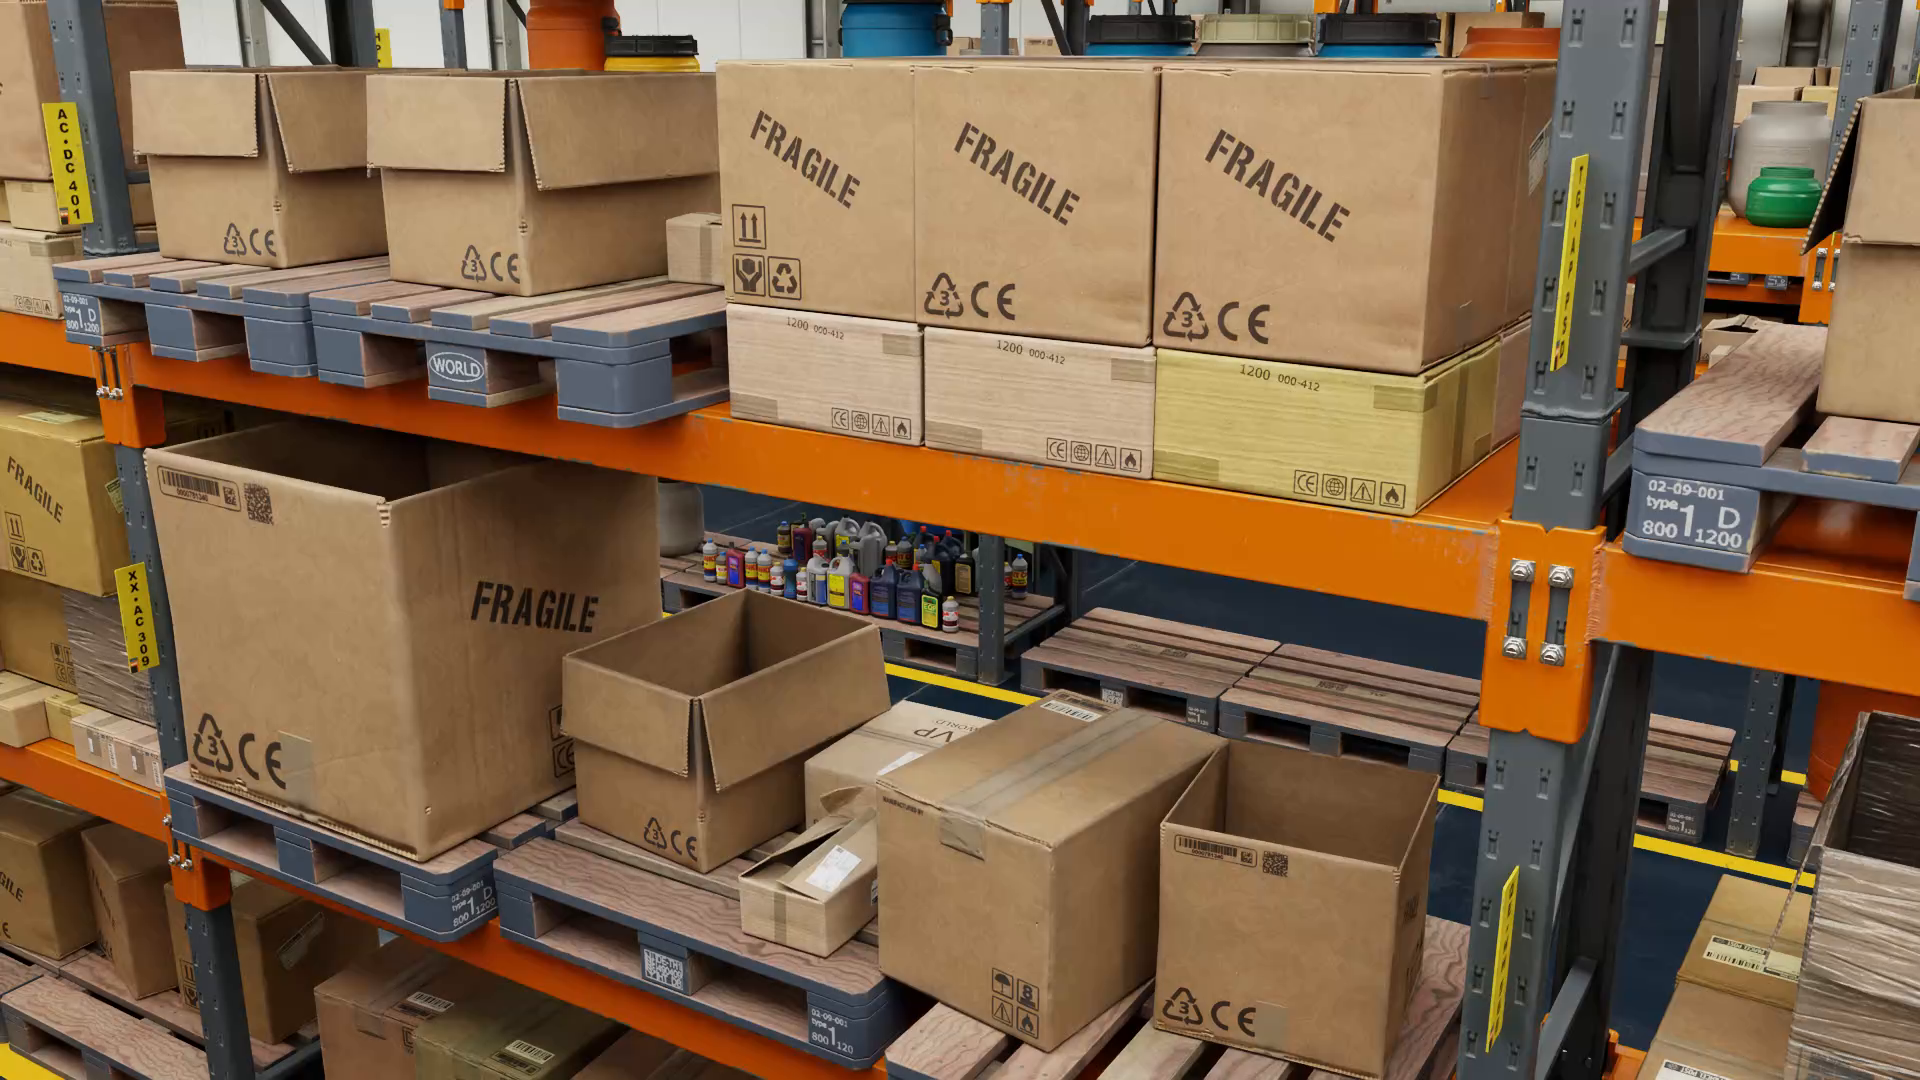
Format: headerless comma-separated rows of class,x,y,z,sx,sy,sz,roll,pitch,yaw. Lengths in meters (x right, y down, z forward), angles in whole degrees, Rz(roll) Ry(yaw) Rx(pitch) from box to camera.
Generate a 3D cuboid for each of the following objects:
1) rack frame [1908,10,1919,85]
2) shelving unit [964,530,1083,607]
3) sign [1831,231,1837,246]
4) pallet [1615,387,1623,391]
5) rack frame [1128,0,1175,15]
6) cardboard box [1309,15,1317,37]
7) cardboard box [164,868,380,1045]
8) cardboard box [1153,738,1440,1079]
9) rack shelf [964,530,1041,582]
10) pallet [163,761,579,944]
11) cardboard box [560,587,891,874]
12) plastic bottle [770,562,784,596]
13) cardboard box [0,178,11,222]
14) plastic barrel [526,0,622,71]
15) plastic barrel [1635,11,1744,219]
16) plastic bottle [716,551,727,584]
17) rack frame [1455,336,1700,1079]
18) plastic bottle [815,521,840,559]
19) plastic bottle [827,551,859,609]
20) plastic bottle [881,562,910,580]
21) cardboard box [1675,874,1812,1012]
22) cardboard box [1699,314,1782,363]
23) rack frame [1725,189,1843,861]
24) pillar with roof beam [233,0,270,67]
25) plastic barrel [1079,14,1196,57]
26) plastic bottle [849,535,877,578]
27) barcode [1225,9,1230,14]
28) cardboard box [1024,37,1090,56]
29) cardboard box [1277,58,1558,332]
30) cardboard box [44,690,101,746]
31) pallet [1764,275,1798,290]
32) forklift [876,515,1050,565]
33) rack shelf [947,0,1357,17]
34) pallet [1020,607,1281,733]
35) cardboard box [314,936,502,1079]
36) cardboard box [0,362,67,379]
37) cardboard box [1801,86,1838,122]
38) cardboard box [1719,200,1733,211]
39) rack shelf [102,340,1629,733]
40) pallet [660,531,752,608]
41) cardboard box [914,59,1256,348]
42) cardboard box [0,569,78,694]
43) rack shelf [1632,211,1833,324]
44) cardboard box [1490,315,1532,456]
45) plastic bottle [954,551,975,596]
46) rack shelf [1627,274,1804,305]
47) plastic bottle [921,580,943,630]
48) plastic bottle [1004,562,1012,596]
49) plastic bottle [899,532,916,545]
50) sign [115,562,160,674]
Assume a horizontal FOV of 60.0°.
rack frame,6.420,-4.204,10.738,0.127,3.000,1.000,10,20,30
shelving unit,0.412,-0.336,10.908,0.431,1.500,0.755,-13,21,-36
sign,3.543,-1.355,6.700,0.005,0.325,0.100,10,20,30
pallet,7.309,-1.532,17.060,1.213,0.211,1.003,10,20,30
rack frame,2.193,-6.648,18.785,0.127,3.000,1.000,10,20,30
cardboard box,4.001,-5.509,18.268,0.500,0.500,0.500,10,20,30
cardboard box,-2.496,1.435,6.073,0.500,0.500,0.500,9,19,28
cardboard box,0.752,0.798,3.697,0.500,0.500,0.500,8,18,23
rack shelf,0.412,-0.025,11.003,0.431,0.370,0.720,-13,21,-36
pallet,-1.601,0.755,5.064,1.213,0.211,1.003,10,20,30
cardboard box,-0.650,0.502,4.669,0.637,0.503,0.797,13,21,36
plastic bottle,-1.149,0.240,10.489,0.097,0.201,0.097,0,17,0
cardboard box,-2.784,-1.084,5.201,0.250,0.149,0.380,10,20,31
plastic barrel,-2.512,-3.123,10.880,0.708,0.830,0.600,10,20,30
plastic barrel,3.239,-1.961,7.653,0.600,0.901,0.600,0,17,0
plastic bottle,-1.522,0.173,10.708,0.097,0.201,0.097,0,17,0
rack frame,1.233,1.120,3.535,0.127,3.000,1.000,10,20,30
plastic bottle,-0.879,0.006,11.131,0.135,0.276,0.152,10,19,29
plastic bottle,-0.722,0.236,10.243,0.185,0.351,0.144,10,20,30
plastic bottle,-0.391,0.281,10.225,0.135,0.276,0.152,10,20,30
cardboard box,1.783,1.085,3.475,0.500,0.500,0.500,11,20,32
cardboard box,5.760,-1.475,12.229,0.500,0.311,0.500,10,19,29
rack frame,3.825,-0.107,7.573,0.127,3.000,1.000,10,20,30
pillar with roof beam,-14.349,-8.428,24.643,0.400,9.000,9.100,10,20,30
plastic barrel,0.963,-2.367,8.990,0.708,0.901,0.600,10,20,30
plastic bottle,-0.633,0.099,10.825,0.135,0.276,0.152,10,20,30
barcode,3.059,-6.042,19.026,0.075,0.075,0.001,10,20,30
cardboard box,0.875,-3.981,14.030,0.500,0.500,0.500,10,20,30
cardboard box,0.967,-0.738,3.457,0.500,0.500,0.500,10,20,31
cardboard box,-2.902,0.578,5.749,0.250,0.149,0.380,10,20,30
pallet,8.347,-2.551,15.949,1.003,0.211,1.213,10,20,30
forklift,-0.102,-1.582,12.547,1.130,2.935,3.031,-3,17,-9
rack shelf,1.308,-4.581,13.905,4.000,0.370,1.077,10,20,30
pallet,1.106,0.728,9.620,1.213,0.211,1.003,10,20,30
cardboard box,-1.664,1.595,5.512,0.500,0.500,0.700,8,19,26
cardboard box,-3.279,-0.441,6.267,0.500,0.500,0.500,10,20,30
cardboard box,6.004,-2.953,11.316,0.500,0.250,0.500,9,19,26
cardboard box,7.531,-3.072,16.405,0.500,0.500,0.700,10,20,30
rack shelf,-0.471,-0.276,4.205,4.000,0.370,1.077,10,20,30
pallet,-2.213,0.135,11.574,1.213,0.211,1.003,10,20,30
cardboard box,0.253,-0.689,3.294,0.500,0.500,0.500,10,20,30
cardboard box,-2.934,0.152,6.035,0.500,0.500,0.875,10,20,30
rack shelf,2.121,-1.502,8.243,4.000,0.370,1.077,10,20,30
cardboard box,0.965,-0.378,3.563,0.500,0.250,0.500,11,20,31
plastic bottle,0.029,0.201,10.476,0.133,0.283,0.061,10,20,30
rack shelf,7.305,-2.521,16.757,4.000,0.370,1.077,10,20,30
plastic bottle,-0.166,0.382,9.879,0.133,0.283,0.061,11,20,33
plastic bottle,0.288,0.240,10.487,0.097,0.201,0.097,0,17,0
plastic bottle,-0.334,0.084,10.861,0.133,0.283,0.061,11,20,32
sign,-2.453,0.232,4.966,0.005,0.325,0.100,10,20,30
